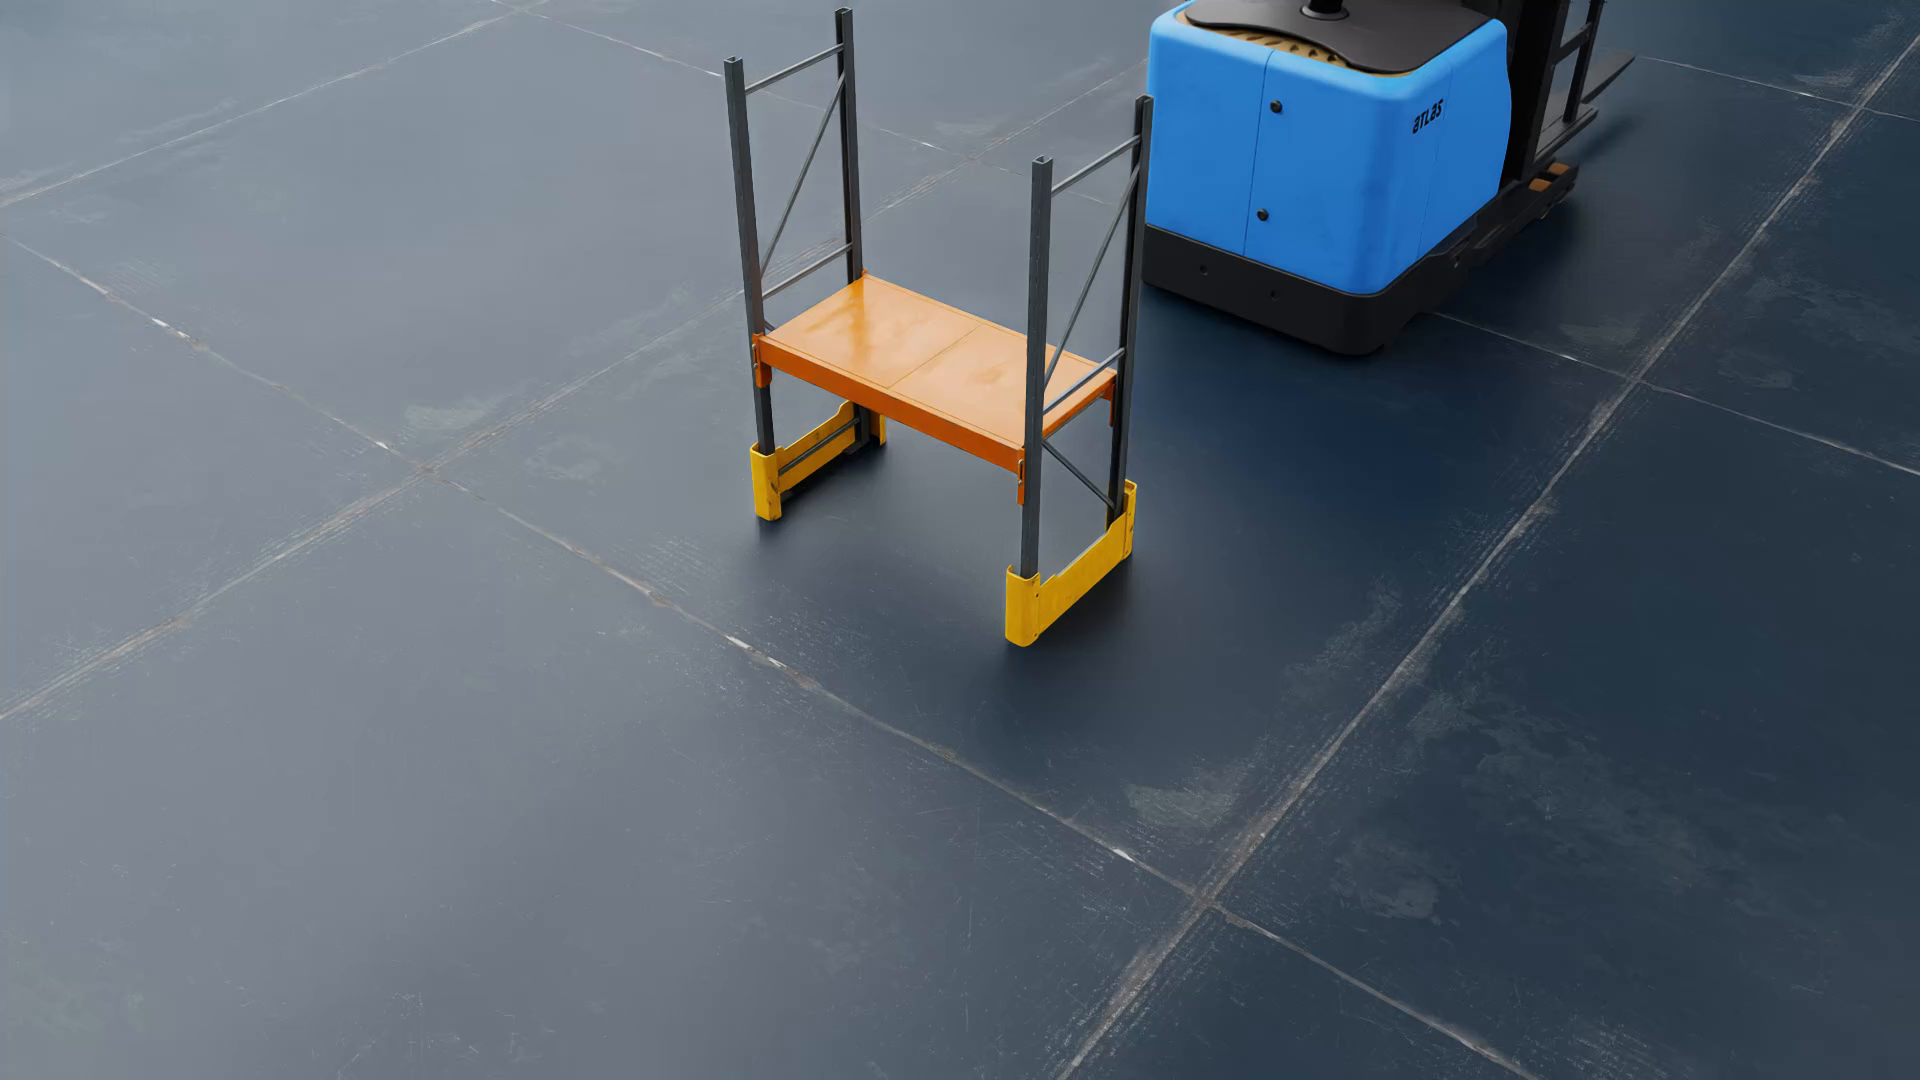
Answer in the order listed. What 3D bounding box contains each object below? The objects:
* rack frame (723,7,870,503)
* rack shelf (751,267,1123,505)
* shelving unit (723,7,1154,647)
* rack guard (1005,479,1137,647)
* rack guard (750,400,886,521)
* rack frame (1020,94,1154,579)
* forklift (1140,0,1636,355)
[{"bbox_3d":[-0.472,-0.813,5.072,0.032,1.500,0.500,25,45,29],"label":"rack frame"},{"bbox_3d":[-0.068,-0.481,4.939,1.000,0.185,0.538,25,45,29],"label":"rack shelf"},{"bbox_3d":[-0.061,-0.619,4.824,1.083,1.500,0.587,25,45,29],"label":"shelving unit"},{"bbox_3d":[0.335,0.060,4.971,0.087,0.250,0.587,25,45,29],"label":"rack guard"},{"bbox_3d":[-0.456,-0.313,5.448,0.087,0.250,0.587,25,45,29],"label":"rack guard"},{"bbox_3d":[0.336,-0.432,4.585,0.032,1.500,0.500,25,45,29],"label":"rack frame"},{"bbox_3d":[1.970,-2.667,6.279,1.130,2.935,3.031,26,45,29],"label":"forklift"}]
